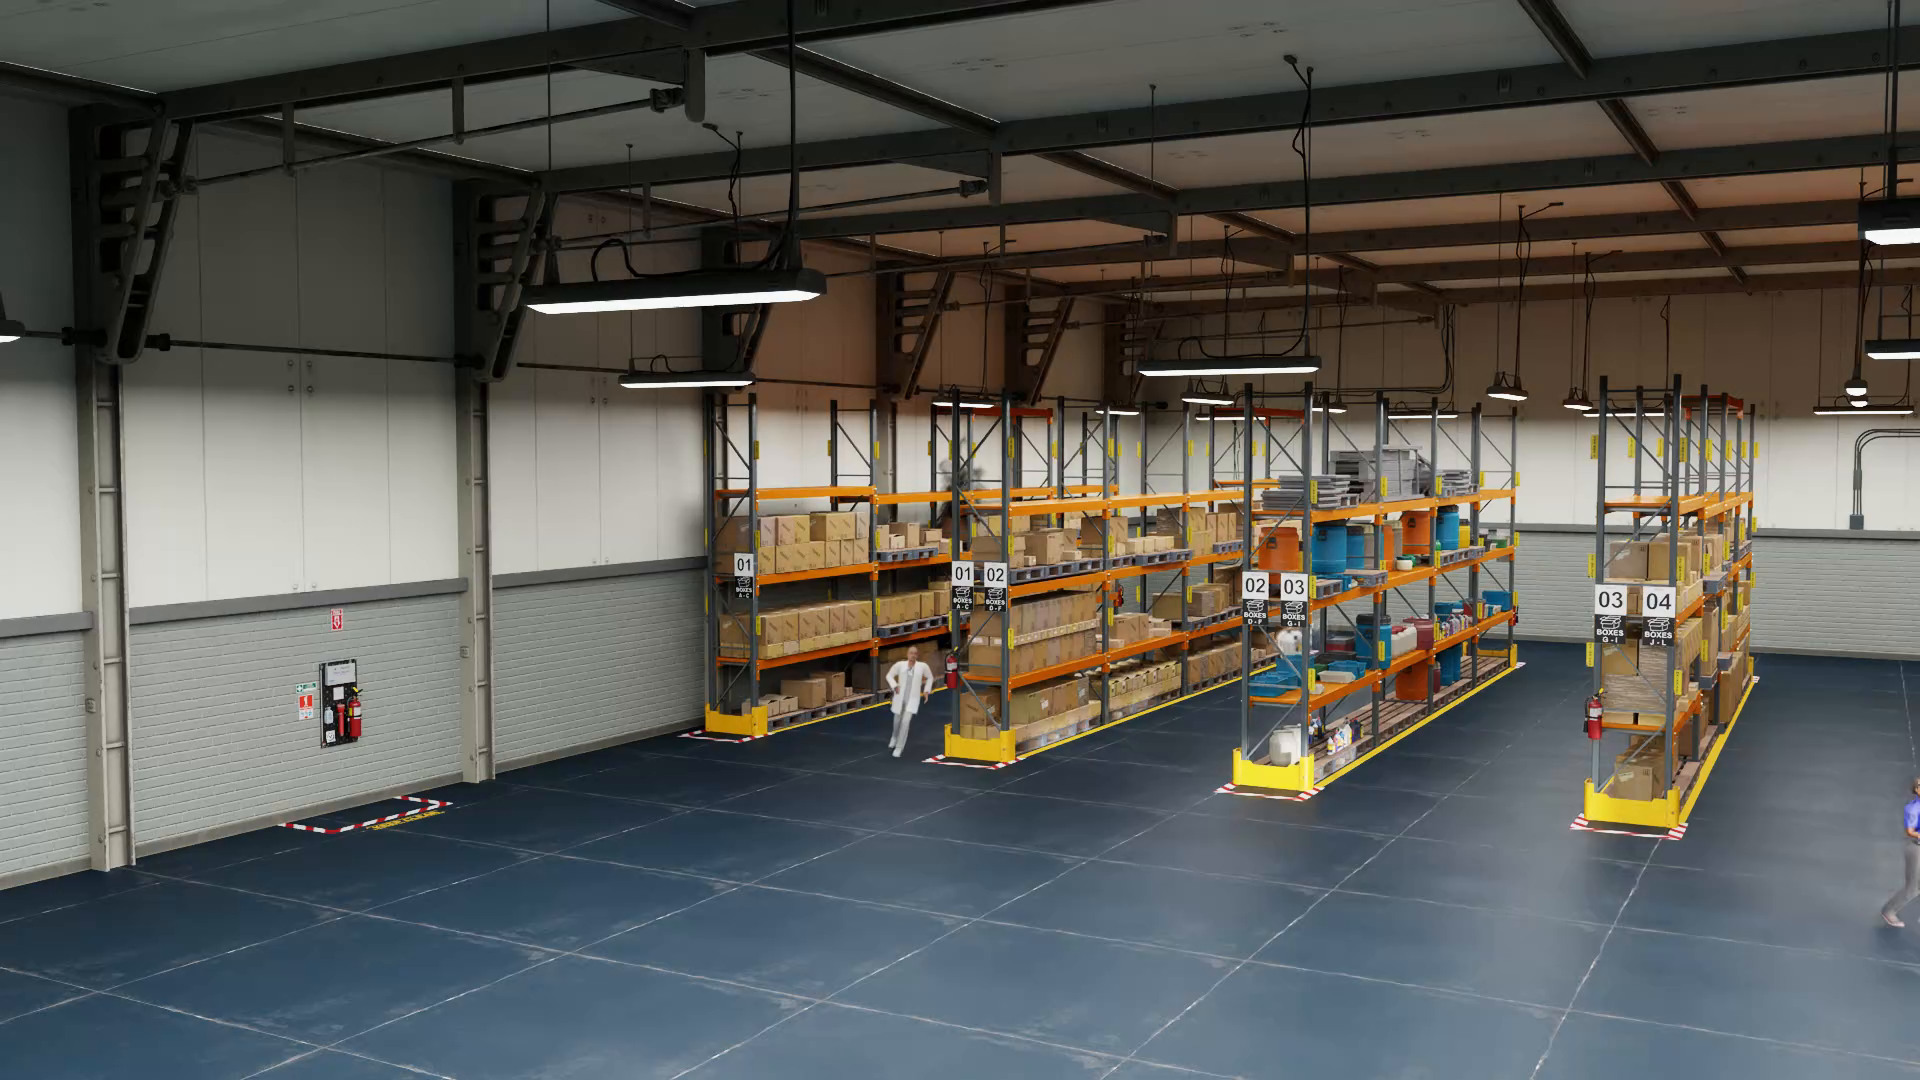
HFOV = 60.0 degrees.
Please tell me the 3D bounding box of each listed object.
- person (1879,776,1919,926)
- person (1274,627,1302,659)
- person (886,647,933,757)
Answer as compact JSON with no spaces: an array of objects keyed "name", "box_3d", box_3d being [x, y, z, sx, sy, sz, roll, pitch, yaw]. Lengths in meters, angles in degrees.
[{"name":"person","box_3d":[9.929,3.264,17.092,0.583,1.684,0.866,-1,3,-21]},{"name":"person","box_3d":[6.495,2.384,32.844,0.557,1.737,0.816,1,3,20]},{"name":"person","box_3d":[-0.846,2.632,27.397,0.769,1.745,1.049,0,3,5]}]
